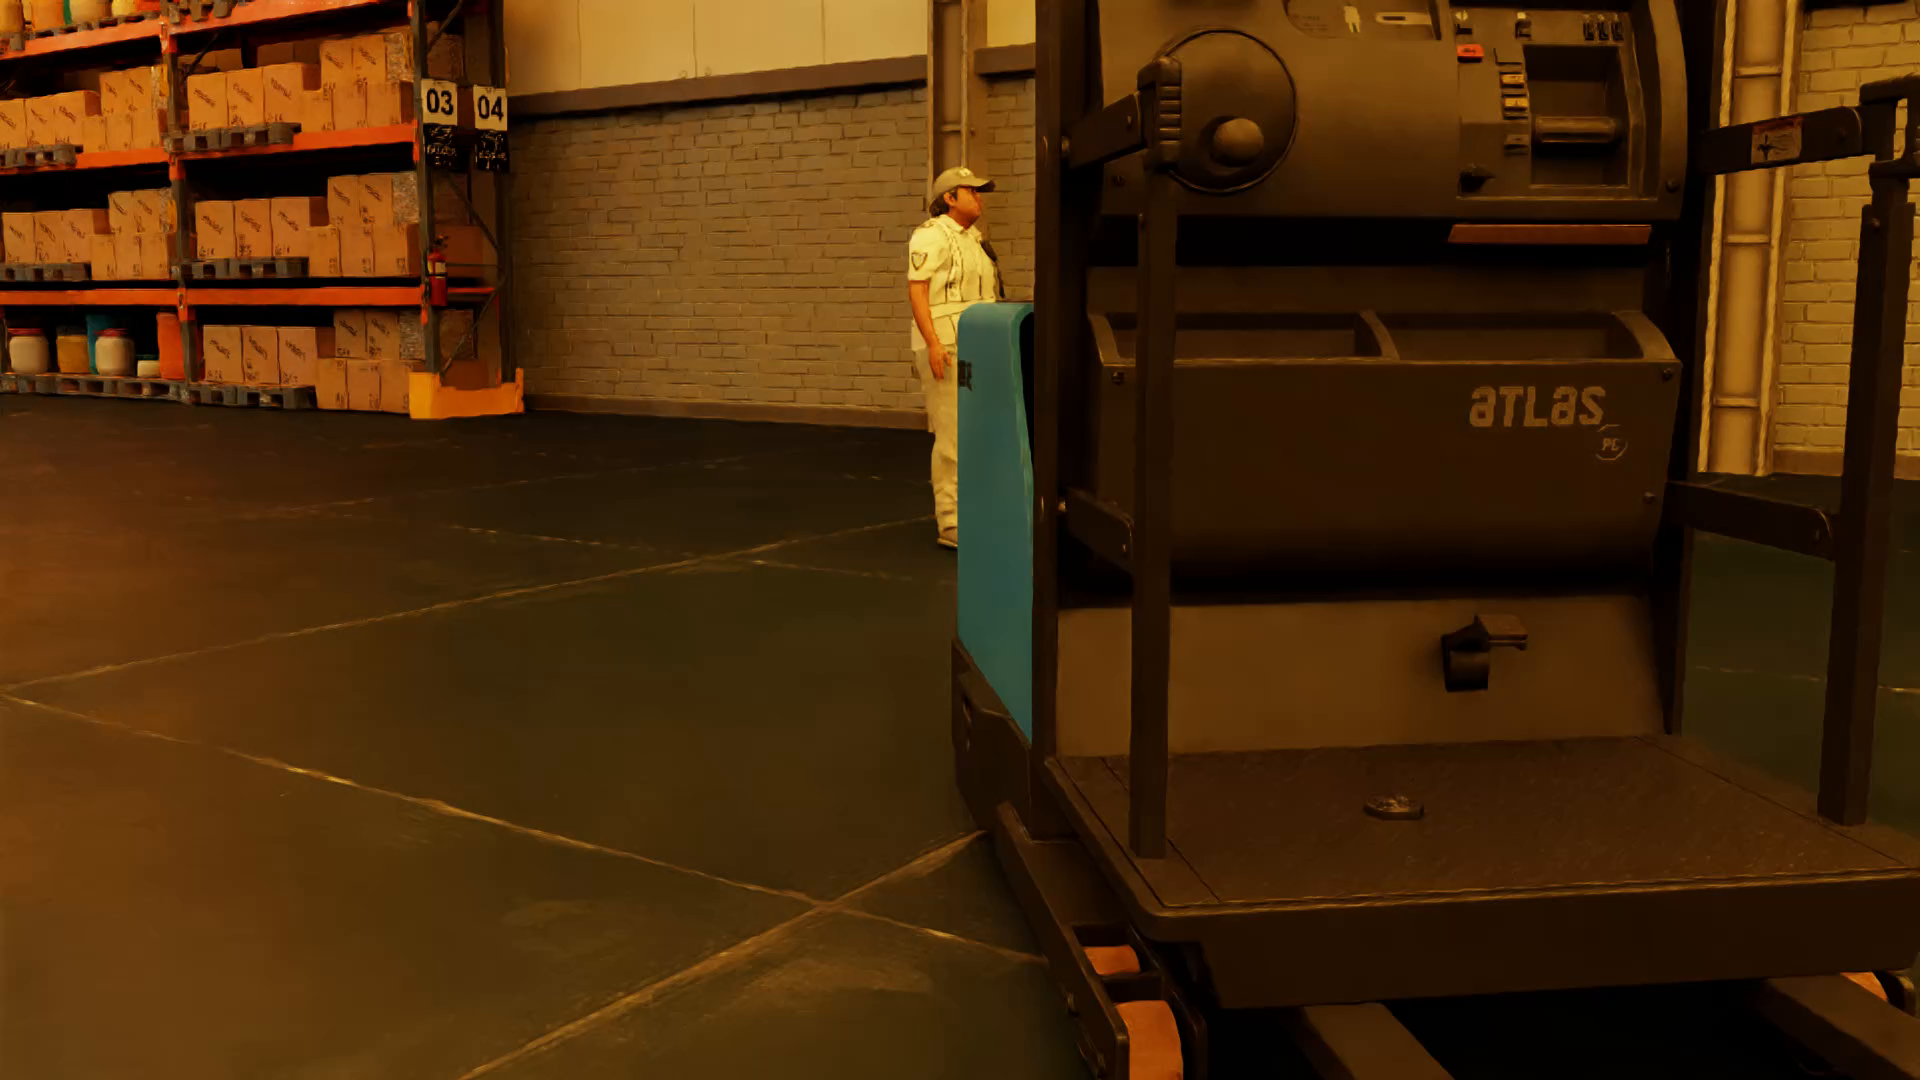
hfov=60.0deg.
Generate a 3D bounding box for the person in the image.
[{"bbox_3d":[0.051,-0.823,7.424,0.529,1.669,0.598,5,10,34],"label":"person"}]

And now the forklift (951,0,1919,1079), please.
[{"bbox_3d":[0.696,-0.733,2.344,1.130,2.935,3.031,-1,8,-8],"label":"forklift"}]
